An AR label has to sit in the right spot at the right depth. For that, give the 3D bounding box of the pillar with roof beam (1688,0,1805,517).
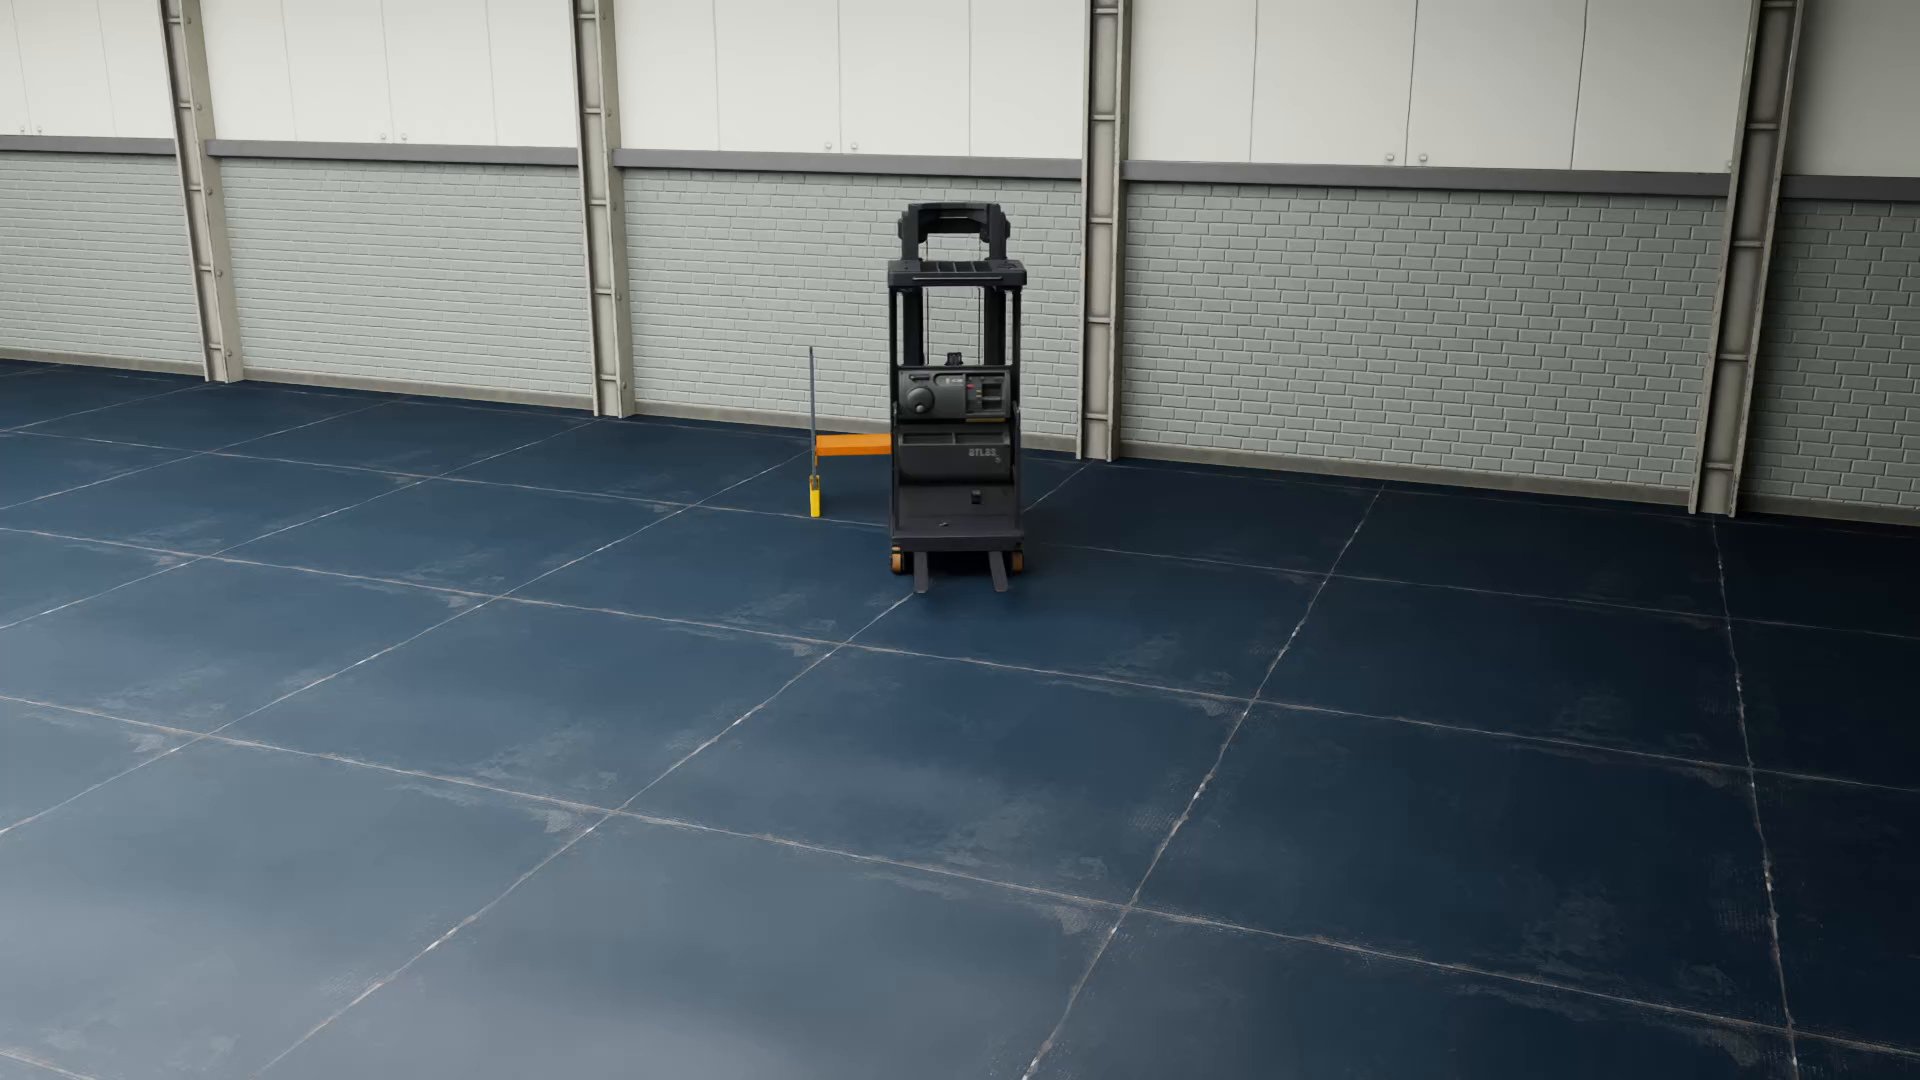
[{"bbox_3d":[5.472,-3.475,10.502,0.400,9.000,9.100,6,17,21],"label":"pillar with roof beam"}]

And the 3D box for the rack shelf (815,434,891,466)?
[{"bbox_3d":[-0.861,-0.859,15.586,1.000,0.185,0.538,-2,16,-5],"label":"rack shelf"}]

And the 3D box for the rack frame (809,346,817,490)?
[{"bbox_3d":[-1.367,-1.017,15.488,0.032,1.500,0.500,-2,16,-5],"label":"rack frame"}]

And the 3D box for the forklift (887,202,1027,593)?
[{"bbox_3d":[-0.034,-1.223,13.631,1.130,2.935,3.031,-1,16,-2],"label":"forklift"}]

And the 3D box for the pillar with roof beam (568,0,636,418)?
[{"bbox_3d":[-5.691,-4.702,14.730,0.400,9.000,9.100,6,17,21],"label":"pillar with roof beam"}]

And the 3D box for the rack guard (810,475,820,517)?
[{"bbox_3d":[-1.366,-0.417,15.662,0.087,0.250,0.587,-2,16,-5],"label":"rack guard"}]

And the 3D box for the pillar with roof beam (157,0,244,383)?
[{"bbox_3d":[-11.273,-5.316,16.844,0.400,9.000,9.100,6,17,21],"label":"pillar with roof beam"}]

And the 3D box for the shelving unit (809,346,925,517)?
[{"bbox_3d":[-0.870,-1.031,15.535,1.083,1.500,0.587,-2,16,-5],"label":"shelving unit"}]

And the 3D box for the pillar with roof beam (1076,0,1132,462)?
[{"bbox_3d":[-0.110,-4.088,12.616,0.400,9.000,9.100,6,17,21],"label":"pillar with roof beam"}]
